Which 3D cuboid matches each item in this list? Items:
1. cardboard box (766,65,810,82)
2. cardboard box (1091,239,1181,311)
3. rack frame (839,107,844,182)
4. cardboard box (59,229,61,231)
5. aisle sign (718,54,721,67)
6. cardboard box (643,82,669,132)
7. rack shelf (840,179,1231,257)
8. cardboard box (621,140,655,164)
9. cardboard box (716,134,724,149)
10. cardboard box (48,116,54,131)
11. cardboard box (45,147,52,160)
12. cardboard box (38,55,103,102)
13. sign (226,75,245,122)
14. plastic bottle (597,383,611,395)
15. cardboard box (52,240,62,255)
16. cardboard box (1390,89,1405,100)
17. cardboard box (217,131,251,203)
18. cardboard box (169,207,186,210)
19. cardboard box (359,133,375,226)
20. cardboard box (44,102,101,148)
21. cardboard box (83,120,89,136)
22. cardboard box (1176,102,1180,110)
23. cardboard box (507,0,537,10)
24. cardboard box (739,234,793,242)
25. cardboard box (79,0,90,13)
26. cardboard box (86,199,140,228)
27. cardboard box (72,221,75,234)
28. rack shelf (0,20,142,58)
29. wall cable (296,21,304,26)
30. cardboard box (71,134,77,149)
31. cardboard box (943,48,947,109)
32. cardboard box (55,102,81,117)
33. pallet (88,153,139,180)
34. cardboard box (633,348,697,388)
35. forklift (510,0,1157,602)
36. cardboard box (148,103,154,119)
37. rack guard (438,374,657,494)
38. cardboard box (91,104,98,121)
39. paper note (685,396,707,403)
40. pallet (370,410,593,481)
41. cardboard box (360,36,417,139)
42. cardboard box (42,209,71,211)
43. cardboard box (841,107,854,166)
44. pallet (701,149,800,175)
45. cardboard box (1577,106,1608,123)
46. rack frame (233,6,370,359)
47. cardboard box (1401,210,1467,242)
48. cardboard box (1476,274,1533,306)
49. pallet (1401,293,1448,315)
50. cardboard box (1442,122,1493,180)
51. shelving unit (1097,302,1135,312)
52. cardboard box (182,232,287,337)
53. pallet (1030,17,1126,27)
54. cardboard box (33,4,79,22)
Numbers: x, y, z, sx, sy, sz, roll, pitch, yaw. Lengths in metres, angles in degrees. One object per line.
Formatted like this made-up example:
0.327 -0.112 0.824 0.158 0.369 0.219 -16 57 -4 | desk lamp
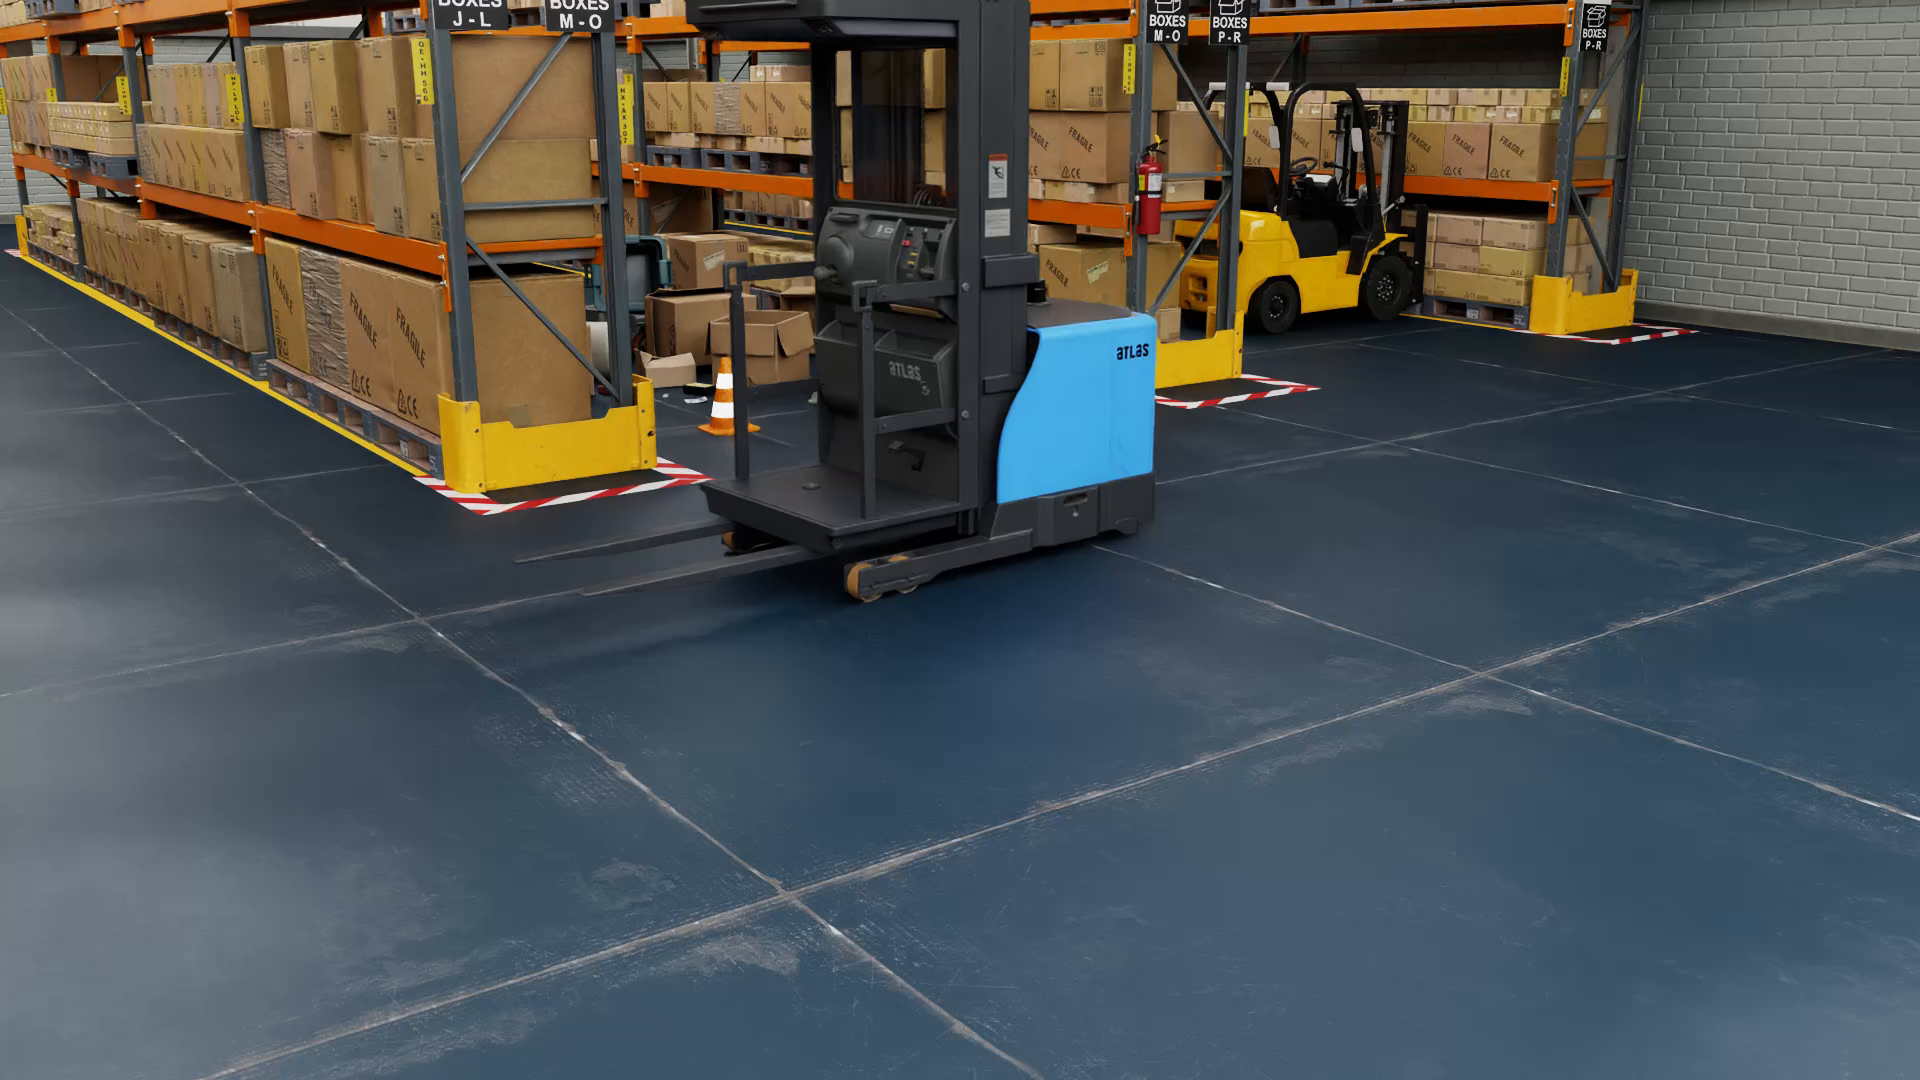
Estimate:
-1.595 -4.382 15.628 0.380 0.149 0.250 -12 19 -36 | cardboard box
1.361 -2.070 12.951 0.500 0.500 0.500 -12 19 -36 | cardboard box
-0.725 -3.466 15.059 1.000 3.000 0.127 -11 19 -35 | rack frame
-10.391 -3.604 19.603 0.380 0.149 0.250 -10 18 -33 | cardboard box
-4.046 -8.023 26.782 0.394 0.787 0.004 -11 19 -35 | aisle sign
-3.000 -4.583 17.589 0.500 0.500 0.500 -12 19 -36 | cardboard box
0.451 -2.692 13.593 1.077 0.370 4.000 -11 19 -35 | rack shelf
-3.585 -4.316 18.447 0.500 0.250 0.500 -12 19 -36 | cardboard box
-2.226 -4.017 16.751 0.380 0.149 0.250 -10 18 -32 | cardboard box
-9.514 -4.454 17.784 0.380 0.149 0.250 -11 18 -34 | cardboard box
-10.395 -4.505 19.329 0.380 0.149 0.250 -12 19 -37 | cardboard box
-9.869 -5.117 18.443 0.500 0.500 0.500 -12 19 -36 | cardboard box
-5.103 -3.110 11.715 0.100 0.325 0.005 -11 19 -35 | sign
-2.460 -1.096 11.963 0.133 0.061 0.283 10 18 33 | plastic bottle
-10.489 -3.464 19.655 0.380 0.149 0.250 -11 19 -35 | cardboard box
4.352 -4.258 15.971 0.380 0.149 0.250 -11 19 -34 | cardboard box
-5.193 -2.795 12.415 0.500 0.500 0.500 -11 19 -35 | cardboard box
-7.530 -3.182 16.540 0.500 0.250 0.500 -11 19 -35 | cardboard box
-3.142 -2.220 10.221 0.875 0.550 0.550 -11 19 -35 | cardboard box
-9.887 -4.636 18.579 0.500 0.500 0.500 -11 19 -34 | cardboard box
-8.287 -4.010 16.161 0.380 0.149 0.250 -11 19 -35 | cardboard box
2.377 -4.785 18.460 0.380 0.149 0.250 -12 19 -36 | cardboard box
-5.146 -6.639 19.984 0.500 0.500 0.500 -11 19 -36 | cardboard box
-2.313 -2.977 17.453 0.950 0.372 0.625 -11 19 -36 | cardboard box
-8.158 -5.320 15.961 0.500 0.500 0.500 -11 19 -35 | cardboard box
-8.838 -3.431 17.449 0.500 0.250 0.500 -10 18 -33 | cardboard box
-9.794 -3.535 18.787 0.380 0.149 0.250 -10 18 -33 | cardboard box
-10.550 -5.912 19.674 1.077 0.370 4.000 -11 19 -35 | rack shelf
-11.353 -10.093 27.907 0.463 3.000 0.029 -11 19 -35 | wall cable
-8.742 -4.033 16.808 0.380 0.149 0.250 -11 19 -36 | cardboard box
0.294 -3.692 13.235 0.700 0.500 0.500 -11 19 -35 | cardboard box
-9.197 -4.484 17.330 0.380 0.149 0.250 -11 19 -34 | cardboard box
-7.527 -3.574 15.814 1.213 0.211 1.003 -11 19 -35 | pallet
-2.170 -1.277 12.237 0.396 0.266 0.258 -7 17 -25 | cardboard box
-0.500 -1.305 7.293 3.031 2.935 1.130 -12 20 -38 | forklift
-7.911 -4.308 16.688 0.380 0.149 0.250 -10 18 -33 | cardboard box
-2.304 -0.611 9.363 1.175 0.500 0.348 -11 19 -35 | rack guard
-7.981 -4.042 15.717 0.380 0.149 0.250 -10 18 -33 | cardboard box
-1.842 -0.979 11.598 0.144 0.017 0.142 -4 16 -15 | paper note
-2.851 -0.636 10.000 1.003 0.211 1.213 -11 19 -35 | pallet
-2.903 -2.604 9.578 0.875 0.550 0.550 -11 19 -35 | cardboard box
-11.020 -3.974 20.392 0.380 0.149 0.250 -10 18 -32 | cardboard box
-0.692 -3.521 14.505 0.500 0.500 0.500 -11 19 -35 | cardboard box
-1.880 -3.812 16.684 1.003 0.211 1.213 -11 19 -35 | pallet
5.650 -3.857 15.069 0.380 0.149 0.250 -11 19 -36 | cardboard box
-4.670 -2.676 12.173 1.000 3.000 0.127 -11 19 -35 | rack frame
4.507 -3.006 15.897 0.500 0.250 0.500 -11 19 -34 | cardboard box
5.108 -2.311 15.251 0.500 0.250 0.500 -11 19 -34 | cardboard box
4.443 -2.456 16.648 1.003 0.211 1.213 -11 19 -35 | pallet
4.840 -3.608 15.388 0.500 0.500 0.500 -10 18 -33 | cardboard box
0.727 -0.683 8.585 0.215 1.050 0.252 -13 20 -39 | shelving unit
-5.672 -2.119 13.602 1.050 0.750 0.750 -11 19 -35 | cardboard box
1.407 -6.316 20.148 1.213 0.211 1.003 -10 18 -32 | pallet
-9.881 -5.822 18.268 0.500 0.250 0.500 -10 18 -33 | cardboard box
